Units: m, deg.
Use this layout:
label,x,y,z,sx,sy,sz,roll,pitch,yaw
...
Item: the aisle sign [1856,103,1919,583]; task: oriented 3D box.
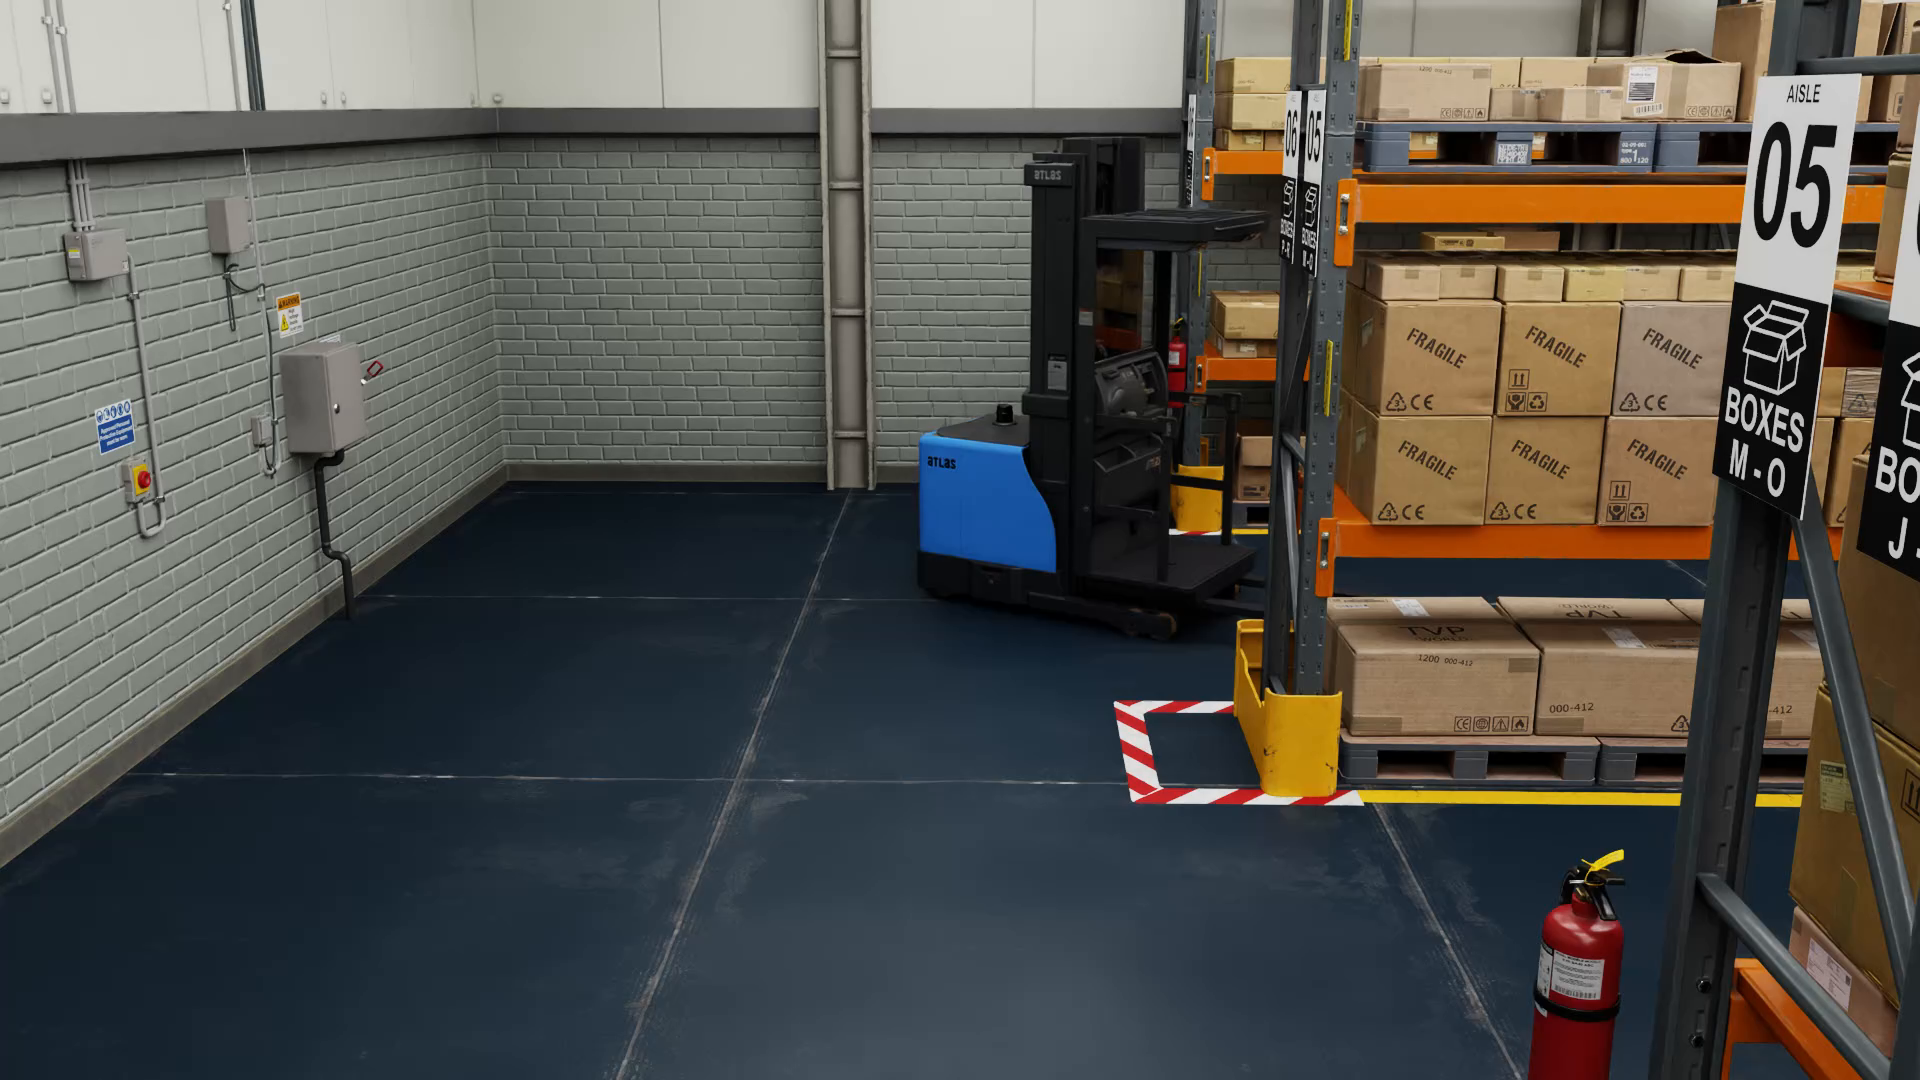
label,x,y,z,sx,sy,sz,roll,pitch,yaw
aisle sign,1.531,-0.314,2.556,0.004,0.787,0.394,0,15,1

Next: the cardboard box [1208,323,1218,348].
label,x,y,z,sx,sy,sz,roll,pitch,yaw
cardboard box,2.098,-1.607,13.044,0.250,0.149,0.380,0,15,1

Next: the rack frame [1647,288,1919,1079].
label,x,y,z,sx,sy,sz,roll,pitch,yaw
rack frame,1.611,0.867,3.176,0.127,3.000,1.000,0,15,1

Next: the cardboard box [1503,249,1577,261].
label,x,y,z,sx,sy,sz,roll,pitch,yaw
cardboard box,2.766,-1.303,7.970,0.250,0.149,0.380,1,15,3

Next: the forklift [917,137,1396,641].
label,x,y,z,sx,sy,sz,roll,pitch,yaw
forklift,1.244,-0.963,10.245,3.031,2.935,1.130,9,17,30

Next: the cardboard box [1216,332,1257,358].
label,x,y,z,sx,sy,sz,roll,pitch,yaw
cardboard box,2.081,-1.469,12.520,0.250,0.149,0.380,0,15,1

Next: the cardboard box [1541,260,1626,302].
label,x,y,z,sx,sy,sz,roll,pitch,yaw
cardboard box,2.769,-1.157,7.419,0.250,0.149,0.380,0,15,0

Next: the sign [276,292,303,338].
label,x,y,z,sx,sy,sz,roll,pitch,yaw
sign,-4.010,-1.349,9.953,0.001,0.242,0.339,0,15,1

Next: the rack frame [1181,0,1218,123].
label,x,y,z,sx,sy,sz,roll,pitch,yaw
rack frame,1.760,-4.563,11.995,0.127,3.000,1.000,0,15,1

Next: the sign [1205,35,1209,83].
label,x,y,z,sx,sy,sz,roll,pitch,yaw
sign,1.746,-3.397,11.742,0.005,0.325,0.100,0,15,1

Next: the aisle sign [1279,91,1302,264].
label,x,y,z,sx,sy,sz,roll,pitch,yaw
aisle sign,1.573,-1.733,7.933,0.004,0.787,0.394,0,15,1

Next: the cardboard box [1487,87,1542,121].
label,x,y,z,sx,sy,sz,roll,pitch,yaw
cardboard box,2.510,-2.014,7.689,0.250,0.149,0.380,-1,15,-3

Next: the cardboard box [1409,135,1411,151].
label,x,y,z,sx,sy,sz,roll,pitch,yaw
cardboard box,3.100,-2.901,12.069,0.250,0.149,0.380,0,15,1

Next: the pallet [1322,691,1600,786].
label,x,y,z,sx,sy,sz,roll,pitch,yaw
pallet,2.438,0.937,8.374,1.213,0.211,1.003,0,15,1

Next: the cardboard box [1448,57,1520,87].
label,x,y,z,sx,sy,sz,roll,pitch,yaw
cardboard box,3.717,-3.350,12.009,0.500,0.250,0.500,1,15,3

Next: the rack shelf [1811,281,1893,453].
label,x,y,z,sx,sy,sz,roll,pitch,yaw
rack shelf,3.611,-0.223,2.835,4.000,0.370,1.077,0,15,1

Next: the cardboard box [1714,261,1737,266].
label,x,y,z,sx,sy,sz,roll,pitch,yaw
cardboard box,3.534,-1.148,7.384,0.250,0.149,0.380,0,15,0

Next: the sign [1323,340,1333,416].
label,x,y,z,sx,sy,sz,roll,pitch,yaw
sign,1.617,-0.712,7.306,0.005,0.325,0.100,0,15,1

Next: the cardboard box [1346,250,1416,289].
label,x,y,z,sx,sy,sz,roll,pitch,yaw
cardboard box,2.001,-1.291,7.925,0.250,0.149,0.380,1,15,2

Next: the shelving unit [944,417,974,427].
label,x,y,z,sx,sy,sz,roll,pitch,yaw
shelving unit,-0.008,-0.435,12.225,0.210,0.900,0.258,0,15,1

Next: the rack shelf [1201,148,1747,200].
label,x,y,z,sx,sy,sz,roll,pitch,yaw
rack shelf,3.759,-2.752,12.421,4.000,0.370,1.077,0,15,1

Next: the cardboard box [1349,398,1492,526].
label,x,y,z,sx,sy,sz,roll,pitch,yaw
cardboard box,2.109,-0.369,7.661,0.500,0.500,0.500,0,15,1

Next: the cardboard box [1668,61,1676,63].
label,x,y,z,sx,sy,sz,roll,pitch,yaw
cardboard box,5.248,-3.342,11.977,0.500,0.250,0.500,0,15,2

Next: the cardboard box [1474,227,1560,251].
label,x,y,z,sx,sy,sz,roll,pitch,yaw
cardboard box,4.277,-2.148,12.842,0.500,0.500,0.500,0,15,0

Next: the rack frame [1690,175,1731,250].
label,x,y,z,sx,sy,sz,roll,pitch,yaw
rack frame,5.759,-1.636,12.662,0.127,3.000,1.000,0,15,1

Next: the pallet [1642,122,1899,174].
label,x,y,z,sx,sy,sz,roll,pitch,yaw
pallet,3.601,-1.795,7.556,1.213,0.211,1.003,0,15,1

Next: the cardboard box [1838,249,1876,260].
label,x,y,z,sx,sy,sz,roll,pitch,yaw
cardboard box,4.302,-1.299,7.956,0.250,0.149,0.380,0,15,0

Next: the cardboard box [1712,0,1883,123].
label,x,y,z,sx,sy,sz,roll,pitch,yaw
cardboard box,3.648,-2.095,7.306,0.500,0.500,0.500,1,15,2

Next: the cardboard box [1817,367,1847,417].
label,x,y,z,sx,sy,sz,roll,pitch,yaw
cardboard box,3.640,-0.847,7.513,0.500,0.500,0.500,0,15,2

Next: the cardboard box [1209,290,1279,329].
label,x,y,z,sx,sy,sz,roll,pitch,yaw
cardboard box,2.226,-1.798,12.987,0.500,0.250,0.500,1,15,3

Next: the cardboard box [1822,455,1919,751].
label,x,y,z,sx,sy,sz,roll,pitch,yaw
cardboard box,2.075,0.130,3.227,0.500,0.500,0.500,0,15,0

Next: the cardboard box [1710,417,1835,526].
label,x,y,z,sx,sy,sz,roll,pitch,yaw
cardboard box,3.625,-0.365,7.649,0.500,0.500,0.500,1,15,3

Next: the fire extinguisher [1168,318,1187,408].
label,x,y,z,sx,sy,sz,roll,pitch,yaw
fire extinguisher,1.601,-1.328,12.375,0.183,0.674,0.296,0,15,1

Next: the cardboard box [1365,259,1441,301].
label,x,y,z,sx,sy,sz,roll,pitch,yaw
cardboard box,1.985,-1.169,7.463,0.250,0.149,0.380,1,15,3

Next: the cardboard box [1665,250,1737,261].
label,x,y,z,sx,sy,sz,roll,pitch,yaw
cardboard box,3.540,-1.290,7.921,0.250,0.149,0.380,1,15,3

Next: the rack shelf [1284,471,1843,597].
label,x,y,z,sx,sy,sz,roll,pitch,yaw
rack shelf,3.636,-0.036,8.005,4.000,0.370,1.077,0,15,1

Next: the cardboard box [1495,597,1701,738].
label,x,y,z,sx,sy,sz,roll,pitch,yaw
cardboard box,3.214,0.622,8.302,0.875,0.438,0.875,1,15,3

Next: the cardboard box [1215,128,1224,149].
label,x,y,z,sx,sy,sz,roll,pitch,yaw
cardboard box,2.086,-3.048,12.626,0.250,0.149,0.380,1,15,3

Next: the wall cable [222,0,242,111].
label,x,y,z,sx,sy,sz,roll,pitch,yaw
wall cable,-4.035,-3.454,7.793,0.029,3.000,2.355,0,15,1

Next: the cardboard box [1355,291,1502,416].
label,x,y,z,sx,sy,sz,roll,pitch,yaw
cardboard box,2.109,-0.853,7.535,0.500,0.500,0.500,0,15,0

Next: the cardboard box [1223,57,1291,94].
label,x,y,z,sx,sy,sz,roll,pitch,yaw
cardboard box,2.197,-3.359,12.042,0.500,0.250,0.500,0,15,1
